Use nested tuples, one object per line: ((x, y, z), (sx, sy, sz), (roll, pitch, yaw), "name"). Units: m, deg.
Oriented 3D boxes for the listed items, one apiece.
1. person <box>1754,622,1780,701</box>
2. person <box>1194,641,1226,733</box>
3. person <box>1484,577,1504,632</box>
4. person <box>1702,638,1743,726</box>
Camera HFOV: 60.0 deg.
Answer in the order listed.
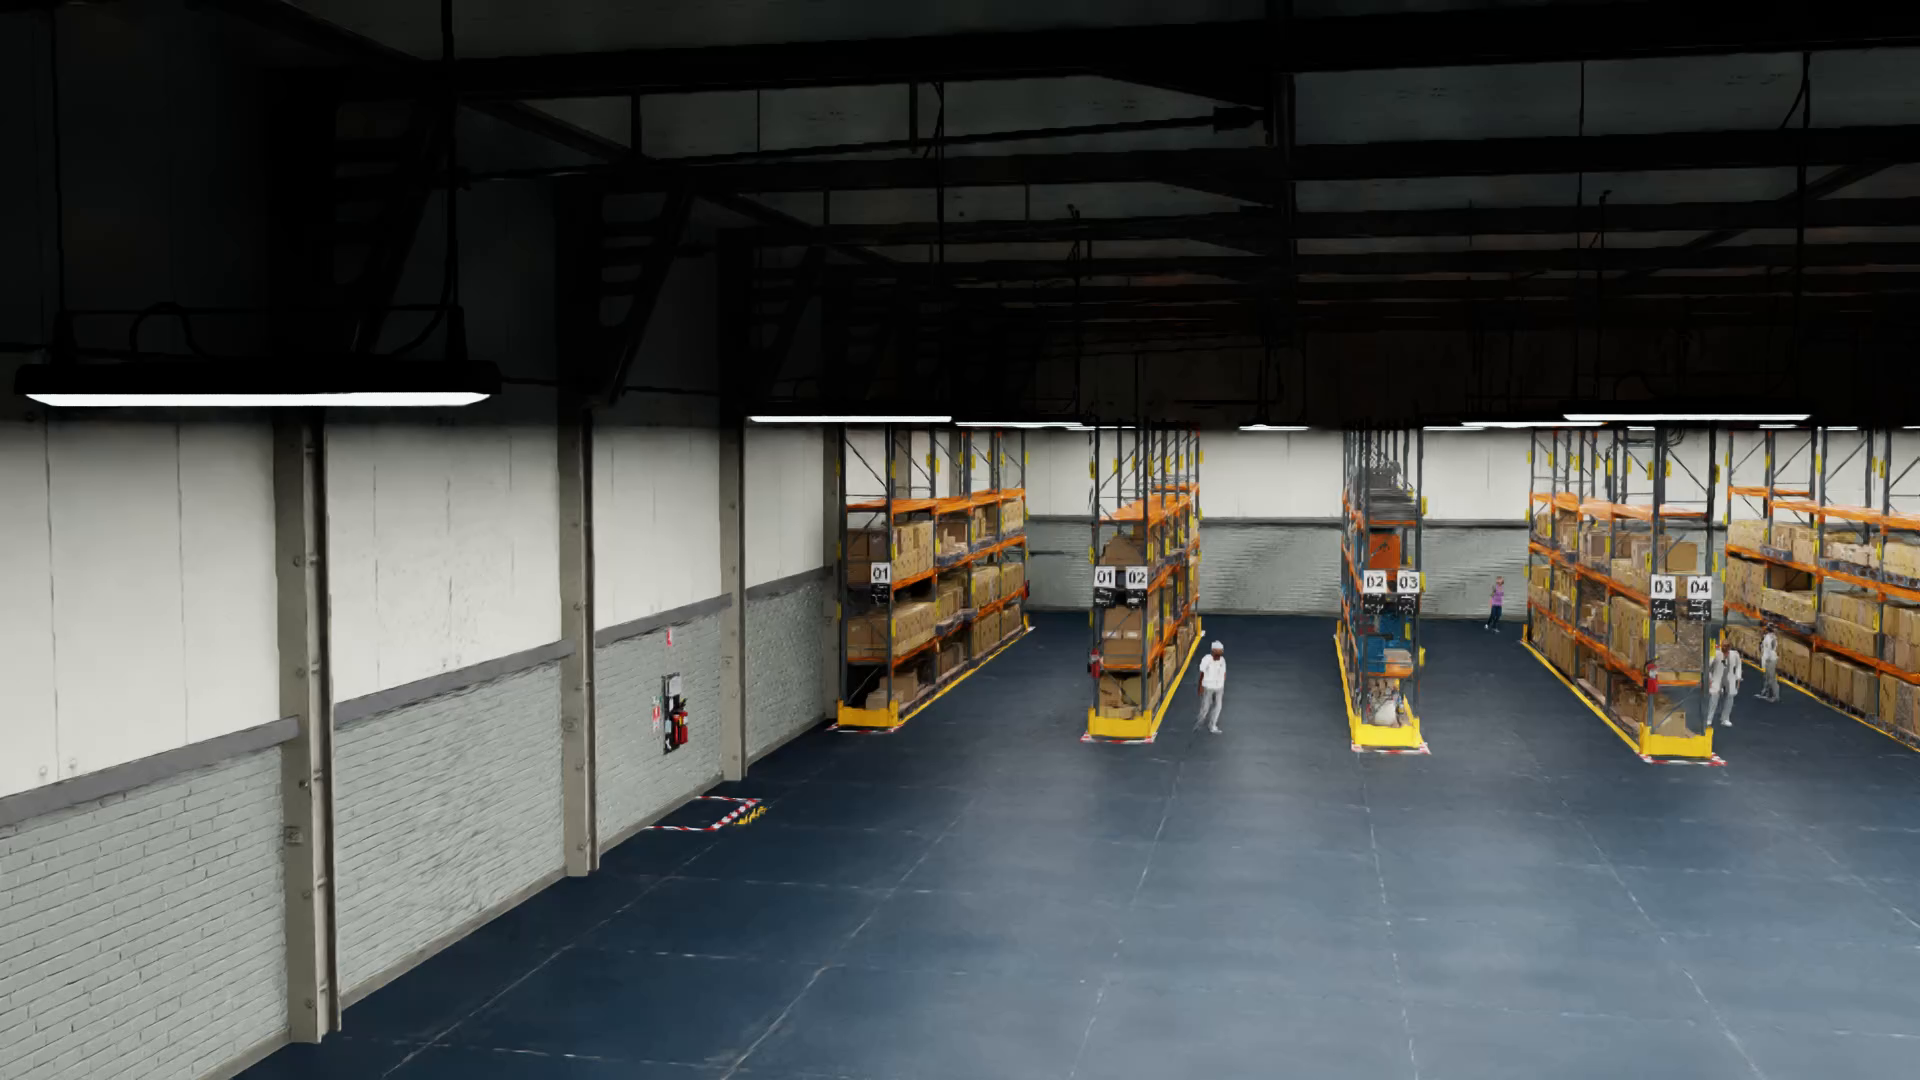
((17.231, 2.575, 35.467), (0.550, 1.663, 0.586), (3, 5, 37), "person")
((4.785, 2.791, 31.740), (0.608, 1.754, 0.577), (-2, 4, -24), "person")
((15.345, 1.871, 47.777), (0.476, 1.519, 0.499), (-2, 4, -26), "person")
((14.852, 2.759, 32.416), (0.729, 1.732, 0.546), (1, 4, 10), "person")
